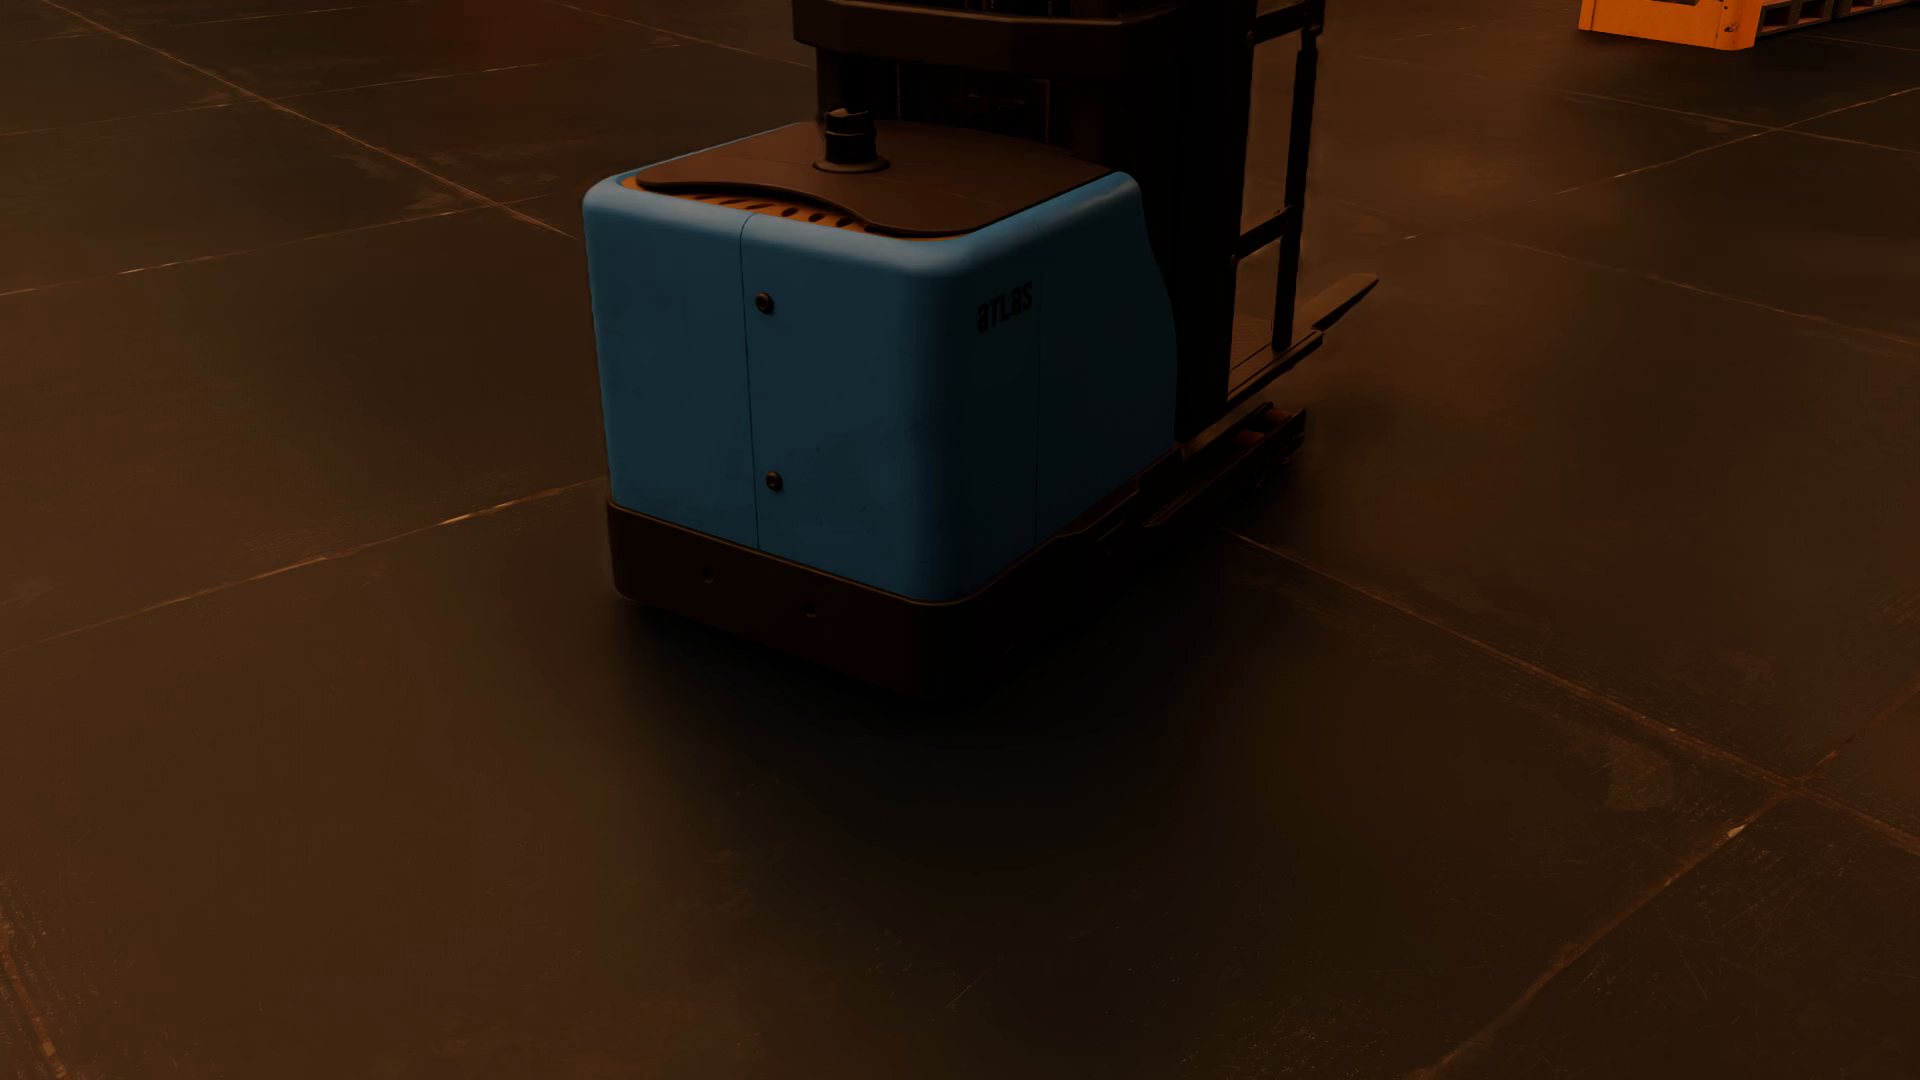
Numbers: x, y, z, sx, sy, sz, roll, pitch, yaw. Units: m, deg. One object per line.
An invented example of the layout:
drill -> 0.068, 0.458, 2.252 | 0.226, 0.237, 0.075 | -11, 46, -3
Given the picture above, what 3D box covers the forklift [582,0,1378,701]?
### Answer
forklift -> 0.371, -1.568, 4.364 | 1.130, 2.935, 3.031 | 16, 31, 29
